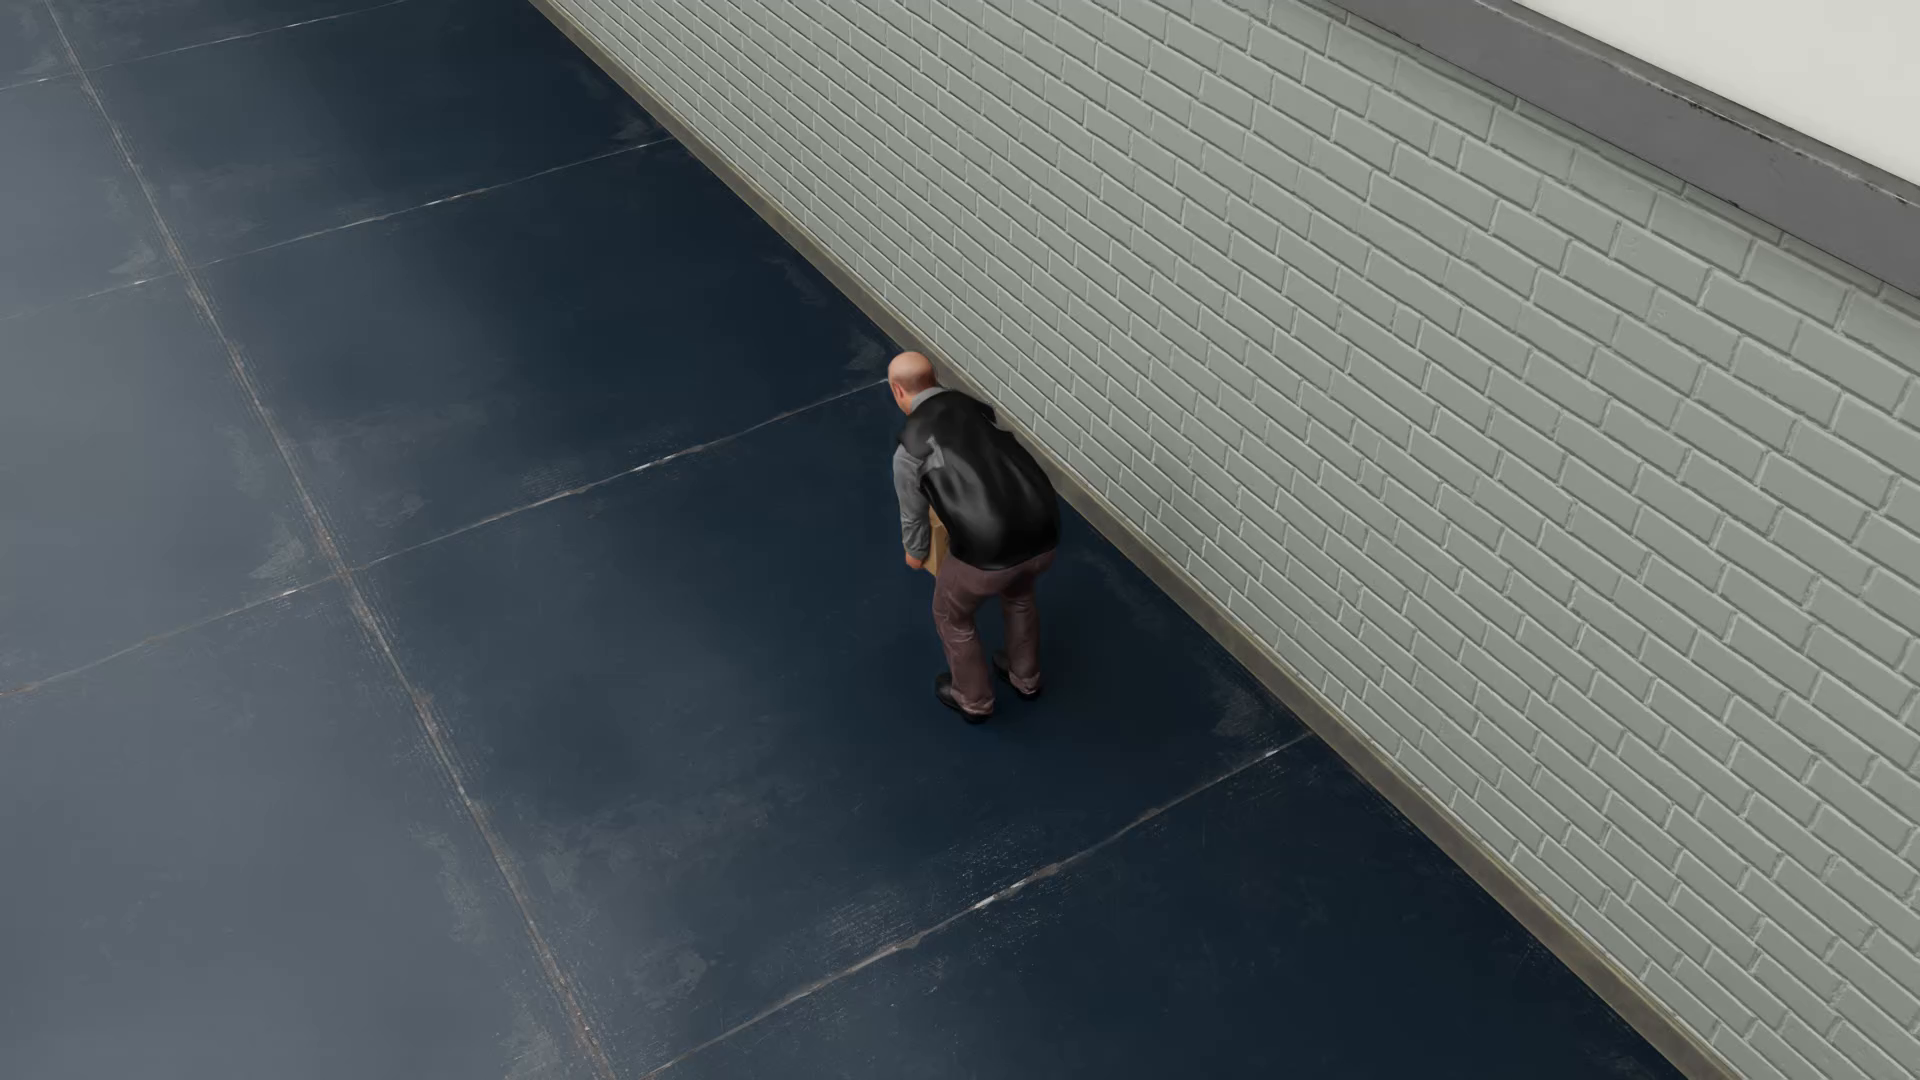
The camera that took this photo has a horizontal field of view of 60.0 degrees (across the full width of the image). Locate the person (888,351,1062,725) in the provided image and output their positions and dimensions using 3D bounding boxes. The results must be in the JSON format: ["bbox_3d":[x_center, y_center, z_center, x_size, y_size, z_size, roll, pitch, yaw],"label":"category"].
[{"bbox_3d":[0.007,0.002,6.465,0.462,1.348,0.888,-24,46,-25],"label":"person"}]
